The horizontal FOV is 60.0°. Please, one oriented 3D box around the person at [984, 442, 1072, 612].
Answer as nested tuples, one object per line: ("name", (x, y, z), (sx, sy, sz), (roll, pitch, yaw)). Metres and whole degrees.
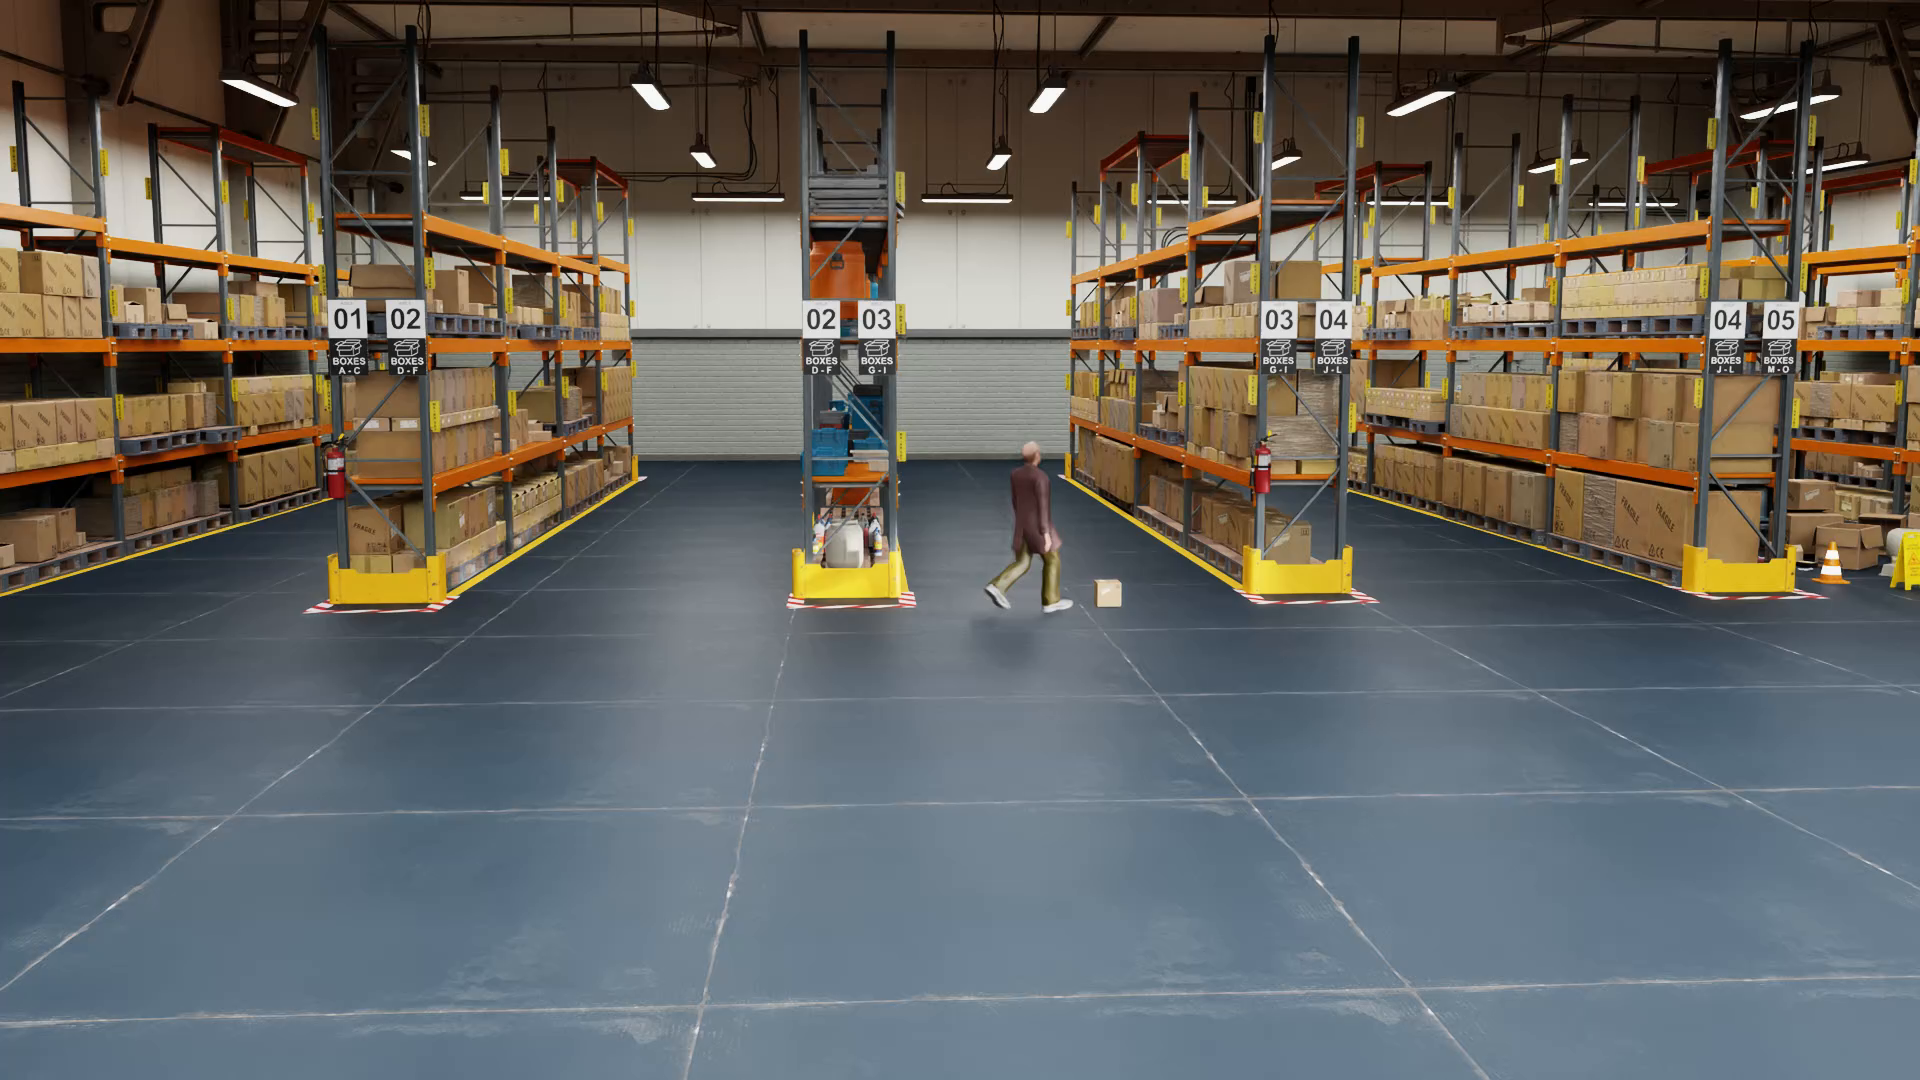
("person", (0.721, -0.118, 16.819), (1.016, 1.741, 0.655), (-6, 9, -40))
